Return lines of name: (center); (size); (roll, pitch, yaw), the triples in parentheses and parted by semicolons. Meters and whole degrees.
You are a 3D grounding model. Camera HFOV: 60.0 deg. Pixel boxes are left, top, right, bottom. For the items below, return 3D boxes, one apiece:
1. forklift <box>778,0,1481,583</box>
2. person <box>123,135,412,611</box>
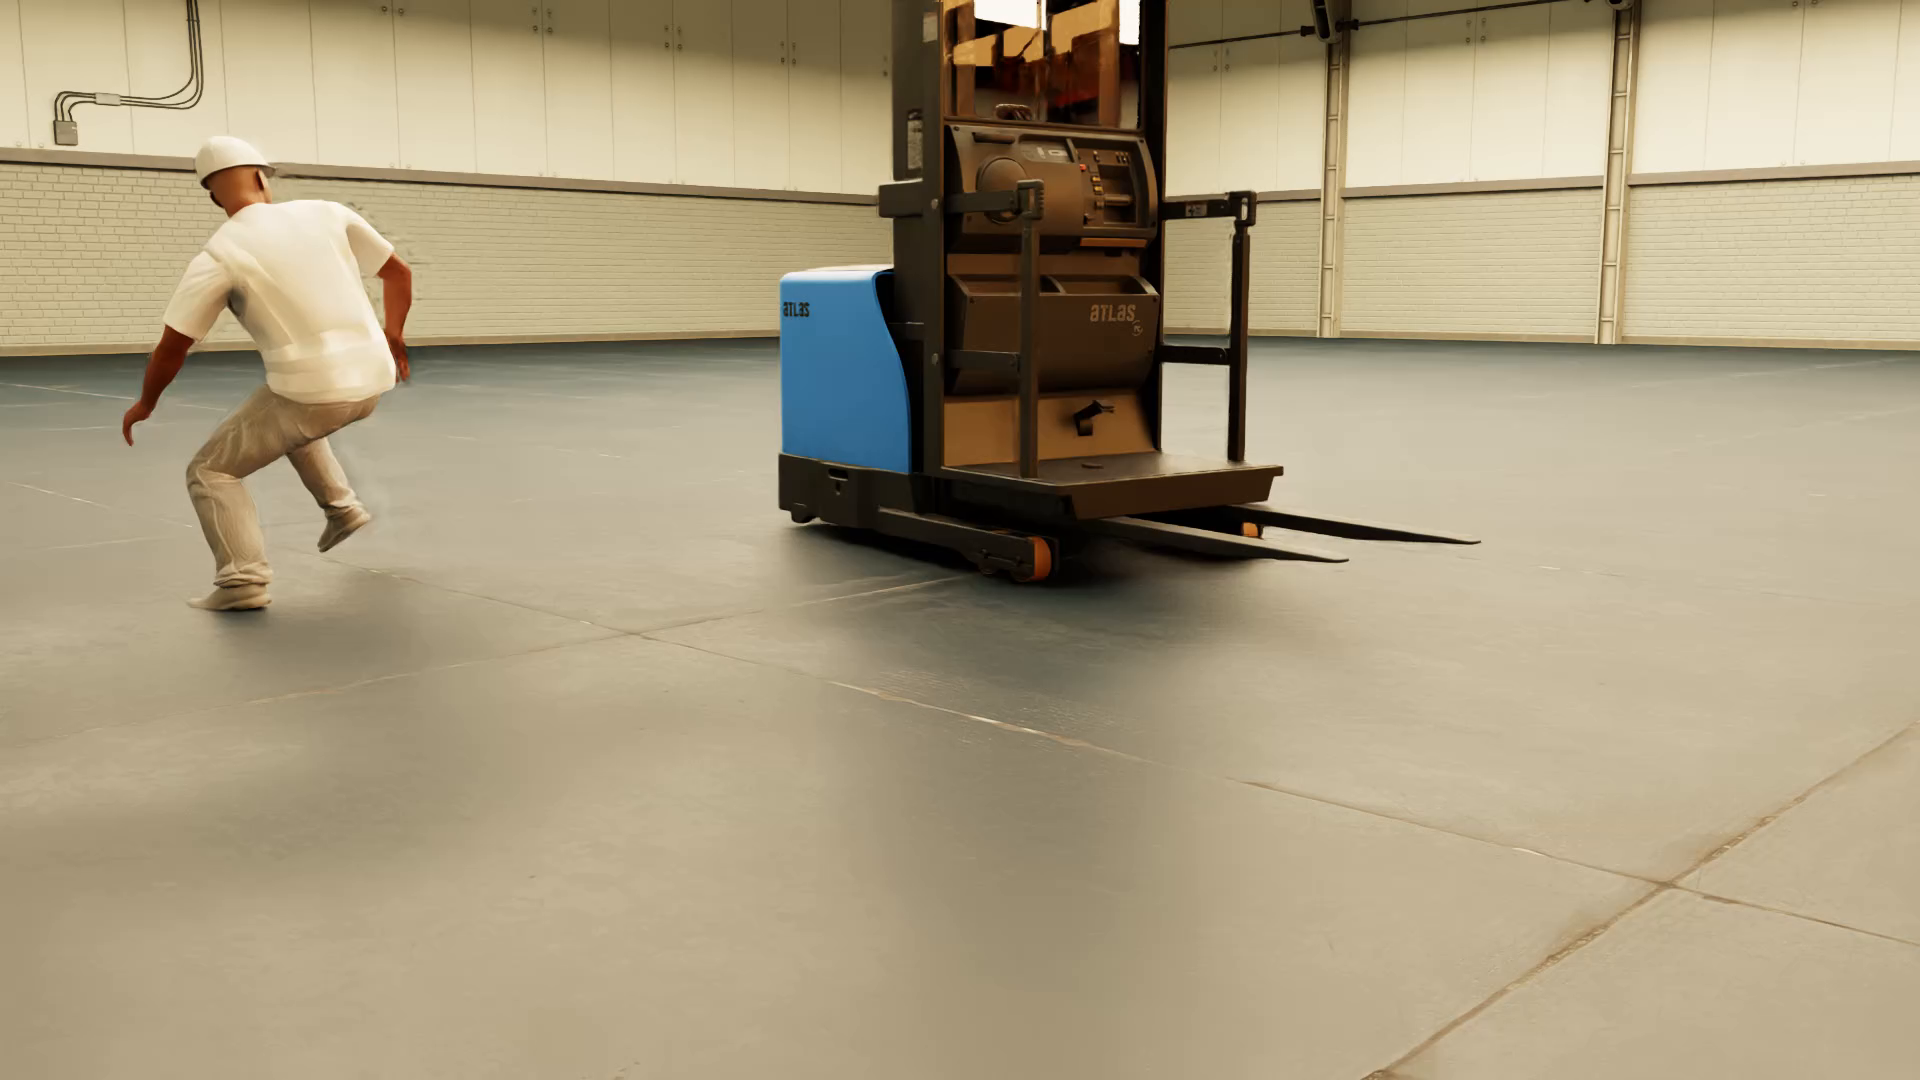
forklift: (0.484, -1.381, 6.043); (1.130, 2.935, 3.031); (-6, 10, -35)
person: (-2.256, -0.555, 5.522); (0.683, 1.523, 0.835); (4, 10, 28)
